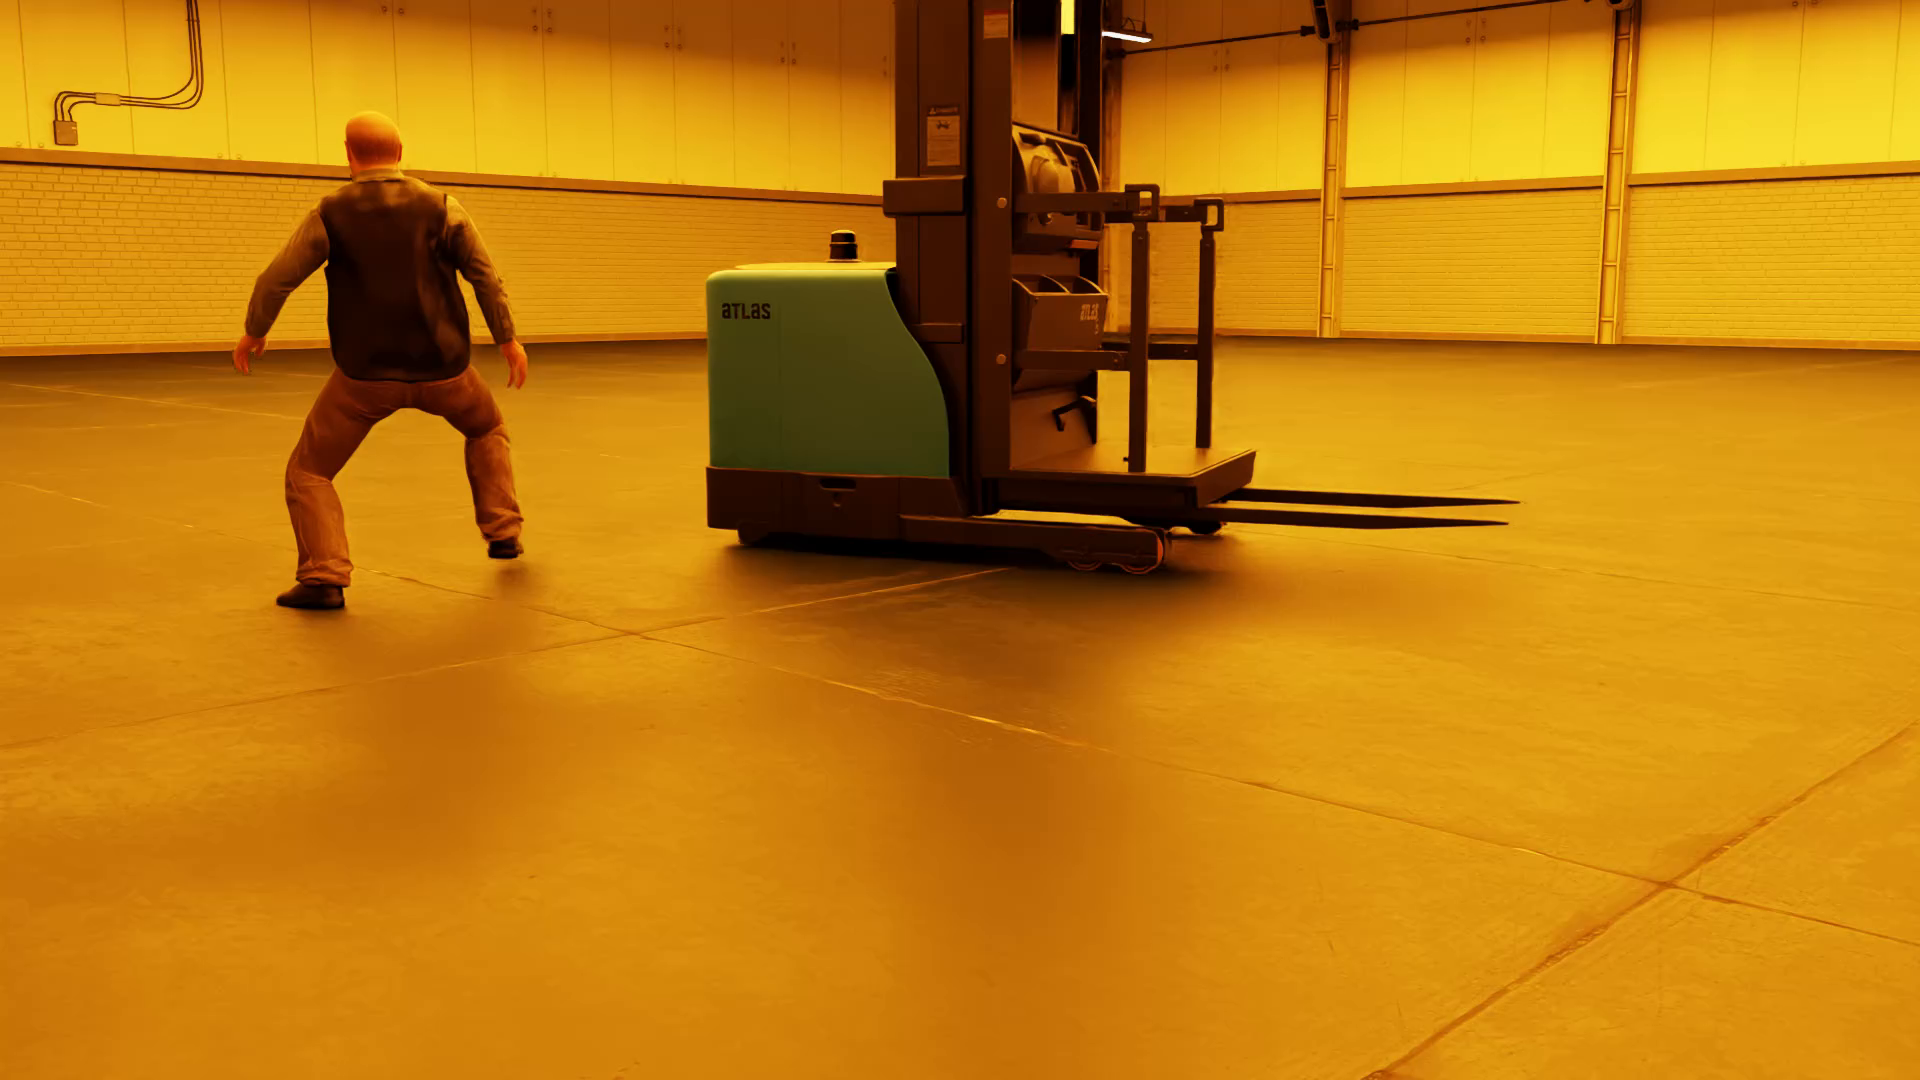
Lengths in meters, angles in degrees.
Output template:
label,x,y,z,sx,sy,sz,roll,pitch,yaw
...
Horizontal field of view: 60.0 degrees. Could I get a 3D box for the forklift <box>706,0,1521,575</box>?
label,x,y,z,sx,sy,sz,roll,pitch,yaw
forklift,0.565,-1.416,6.275,3.031,2.935,1.130,3,9,22

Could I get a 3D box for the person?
label,x,y,z,sx,sy,sz,roll,pitch,yaw
person,-1.913,-0.606,5.526,0.939,1.589,0.692,-3,9,-20
